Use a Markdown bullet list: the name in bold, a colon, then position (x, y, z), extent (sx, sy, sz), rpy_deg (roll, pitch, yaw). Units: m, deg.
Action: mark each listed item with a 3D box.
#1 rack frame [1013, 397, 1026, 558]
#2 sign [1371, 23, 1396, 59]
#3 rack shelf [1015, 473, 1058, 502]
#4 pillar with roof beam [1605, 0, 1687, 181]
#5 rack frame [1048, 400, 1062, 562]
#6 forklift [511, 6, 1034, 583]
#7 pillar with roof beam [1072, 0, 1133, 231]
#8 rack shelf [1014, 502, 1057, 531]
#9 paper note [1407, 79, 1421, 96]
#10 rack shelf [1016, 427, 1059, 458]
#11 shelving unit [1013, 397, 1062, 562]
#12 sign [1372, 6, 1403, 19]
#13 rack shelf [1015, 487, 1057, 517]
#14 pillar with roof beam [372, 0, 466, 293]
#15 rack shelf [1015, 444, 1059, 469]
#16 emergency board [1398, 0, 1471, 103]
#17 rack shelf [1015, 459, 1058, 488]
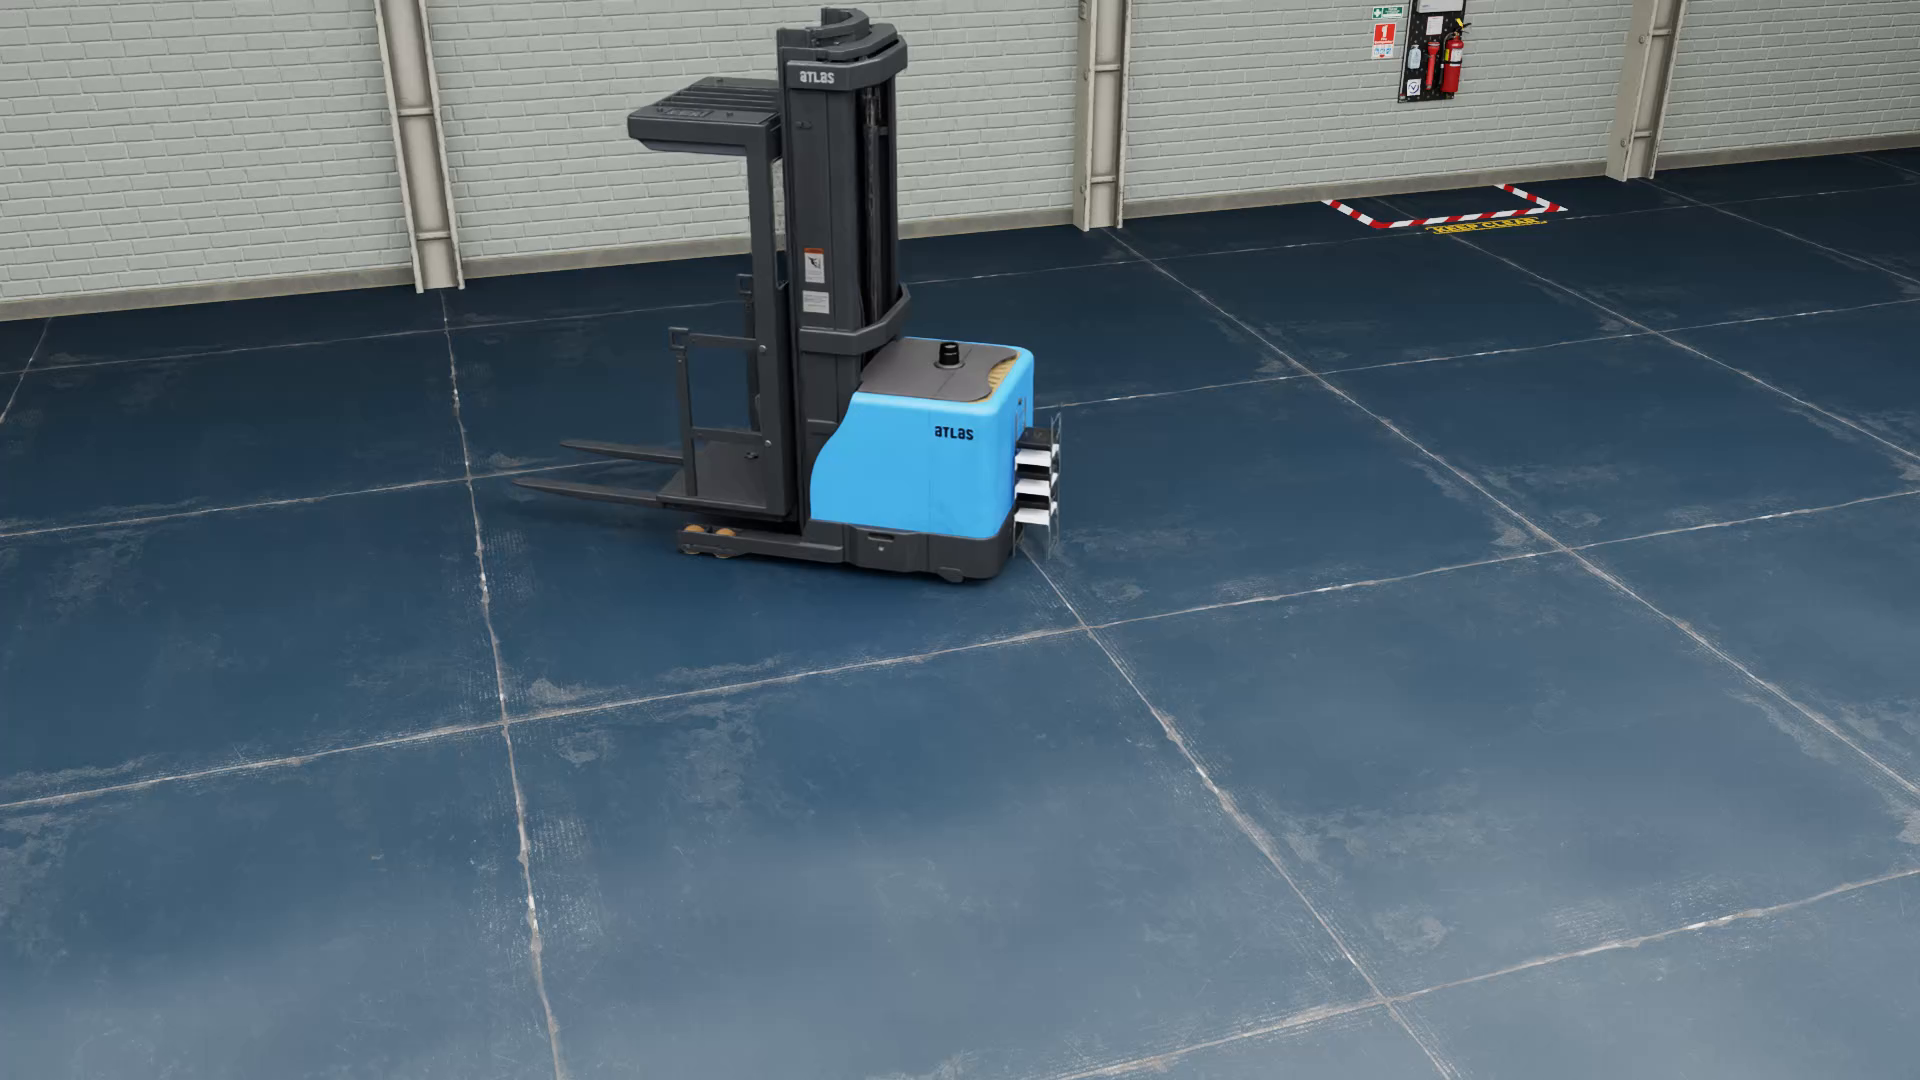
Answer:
- **rack frame**: position (0.339, -0.350, 9.444), extent (0.006, 0.900, 0.240), rpy_deg (7, 27, 13)
- **sign**: position (4.085, -4.813, 16.032), extent (0.234, 0.329, 0.001), rpy_deg (-8, 28, -16)
- **rack shelf**: position (0.437, -0.309, 9.435), extent (0.200, 0.077, 0.258), rpy_deg (7, 27, 13)
- **pillar with roof beam**: position (8.338, -6.021, 11.758), extent (0.400, 9.000, 9.100), rpy_deg (-8, 28, -16)
- **rack frame**: position (0.535, -0.327, 9.397), extent (0.006, 0.900, 0.240), rpy_deg (7, 27, 13)
- **forklift**: position (-1.137, -1.425, 9.324), extent (3.031, 2.935, 1.130), rpy_deg (7, 27, 13)
- **pillar with roof beam**: position (2.632, -5.195, 10.094), extent (0.400, 9.000, 9.100), rpy_deg (-8, 28, -16)
- **rack shelf**: position (0.437, -0.148, 9.515), extent (0.200, 0.077, 0.258), rpy_deg (7, 27, 13)
- **paper note**: position (4.453, -4.440, 16.311), extent (0.142, 0.148, 0.016), rpy_deg (-8, 28, -16)
- **rack shelf**: position (0.437, -0.551, 9.315), extent (0.200, 0.077, 0.258), rpy_deg (7, 27, 13)
- **shelving unit**: position (0.437, -0.339, 9.420), extent (0.210, 0.900, 0.258), rpy_deg (7, 27, 13)
- **sign**: position (4.092, -5.048, 15.908), extent (0.331, 0.109, 0.001), rpy_deg (-8, 28, -16)
- **rack shelf**: position (0.437, -0.228, 9.475), extent (0.200, 0.077, 0.258), rpy_deg (7, 27, 13)
- **pillar with roof beam**: position (-3.073, -4.369, 8.430), extent (0.400, 9.000, 9.100), rpy_deg (-8, 28, -16)
- **rack shelf**: position (0.437, -0.470, 9.355), extent (0.200, 0.077, 0.258), rpy_deg (7, 27, 13)
- **emergency board**: position (4.643, -4.830, 16.106), extent (0.643, 1.169, 0.194), rpy_deg (-8, 28, -16)
- **rack shelf**: position (0.437, -0.389, 9.395), extent (0.200, 0.077, 0.258), rpy_deg (7, 27, 13)
